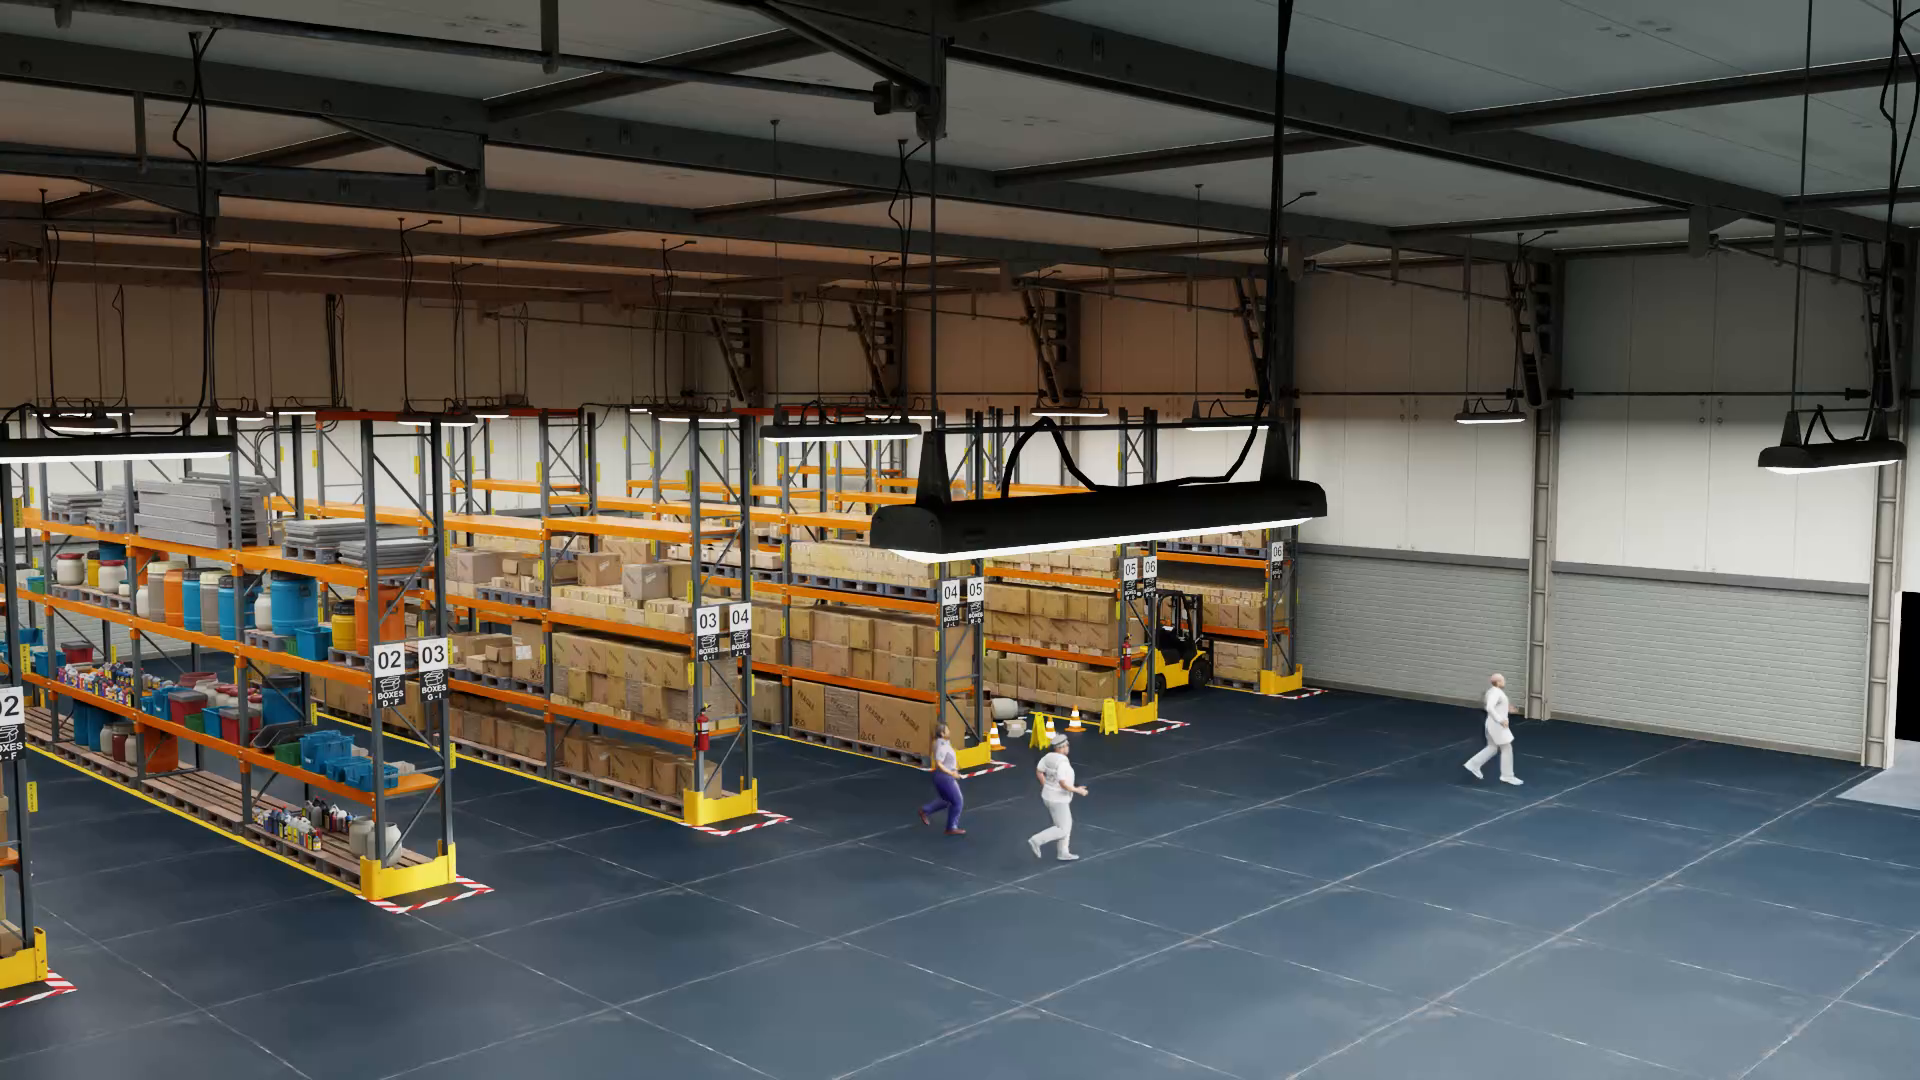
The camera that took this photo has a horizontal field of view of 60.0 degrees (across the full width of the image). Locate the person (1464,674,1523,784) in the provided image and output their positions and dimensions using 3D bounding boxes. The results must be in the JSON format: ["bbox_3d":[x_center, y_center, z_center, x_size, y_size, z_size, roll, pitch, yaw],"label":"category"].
[{"bbox_3d":[8.670,3.052,26.938,0.921,1.794,0.705,0,5,3],"label":"person"}]

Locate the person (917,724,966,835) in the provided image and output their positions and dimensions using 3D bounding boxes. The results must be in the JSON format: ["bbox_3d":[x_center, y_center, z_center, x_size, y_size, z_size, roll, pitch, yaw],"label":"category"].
[{"bbox_3d":[-0.252,3.424,23.818,0.669,1.599,0.613,-1,5,-9],"label":"person"}]

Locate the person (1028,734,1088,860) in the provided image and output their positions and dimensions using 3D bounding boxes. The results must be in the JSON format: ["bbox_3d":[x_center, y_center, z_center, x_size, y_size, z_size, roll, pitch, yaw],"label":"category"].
[{"bbox_3d":[1.247,3.485,22.371,0.829,1.750,0.653,-2,5,-23],"label":"person"}]
